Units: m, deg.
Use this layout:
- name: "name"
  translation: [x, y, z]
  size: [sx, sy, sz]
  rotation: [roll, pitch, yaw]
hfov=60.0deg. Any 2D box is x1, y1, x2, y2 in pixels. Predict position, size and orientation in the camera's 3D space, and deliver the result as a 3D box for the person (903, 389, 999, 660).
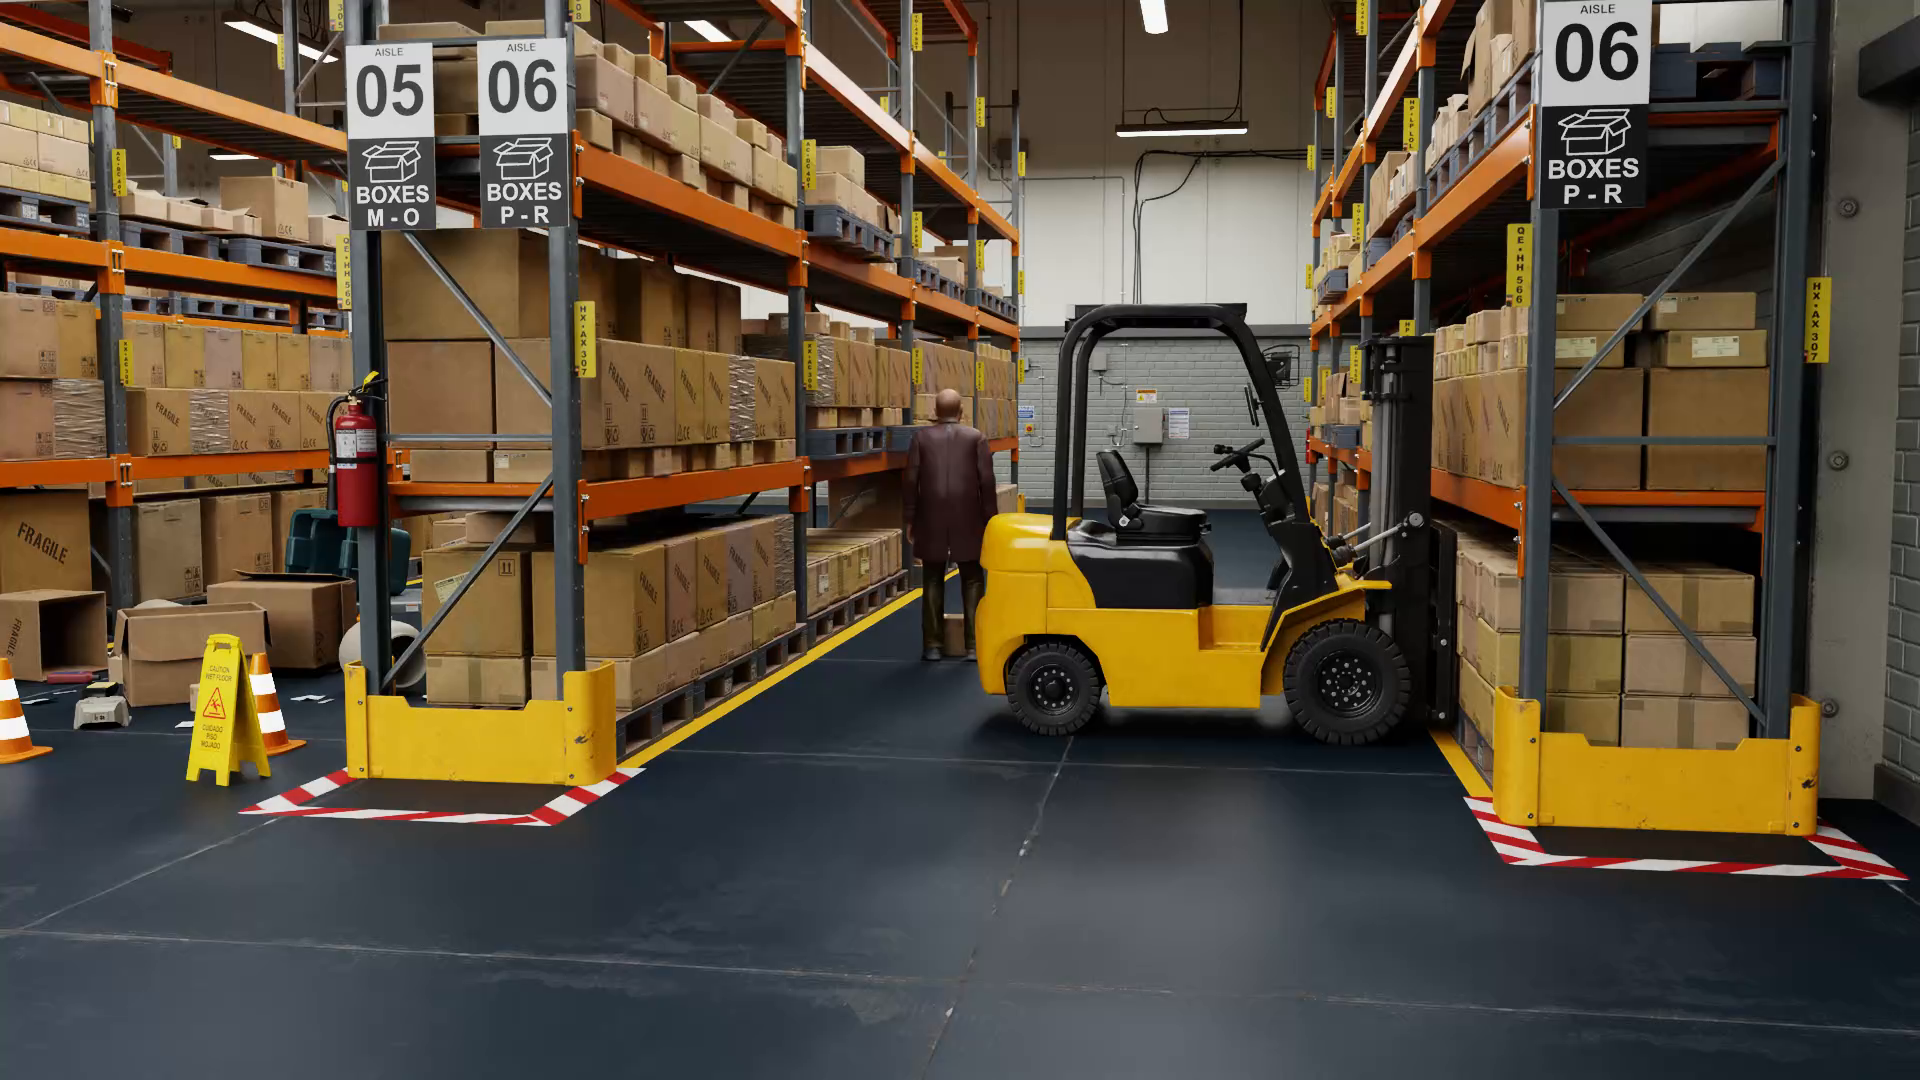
- name: "person"
  translation: [-0.060, -0.103, 10.934]
  size: [0.643, 1.774, 0.426]
  rotation: [0, 4, 6]
